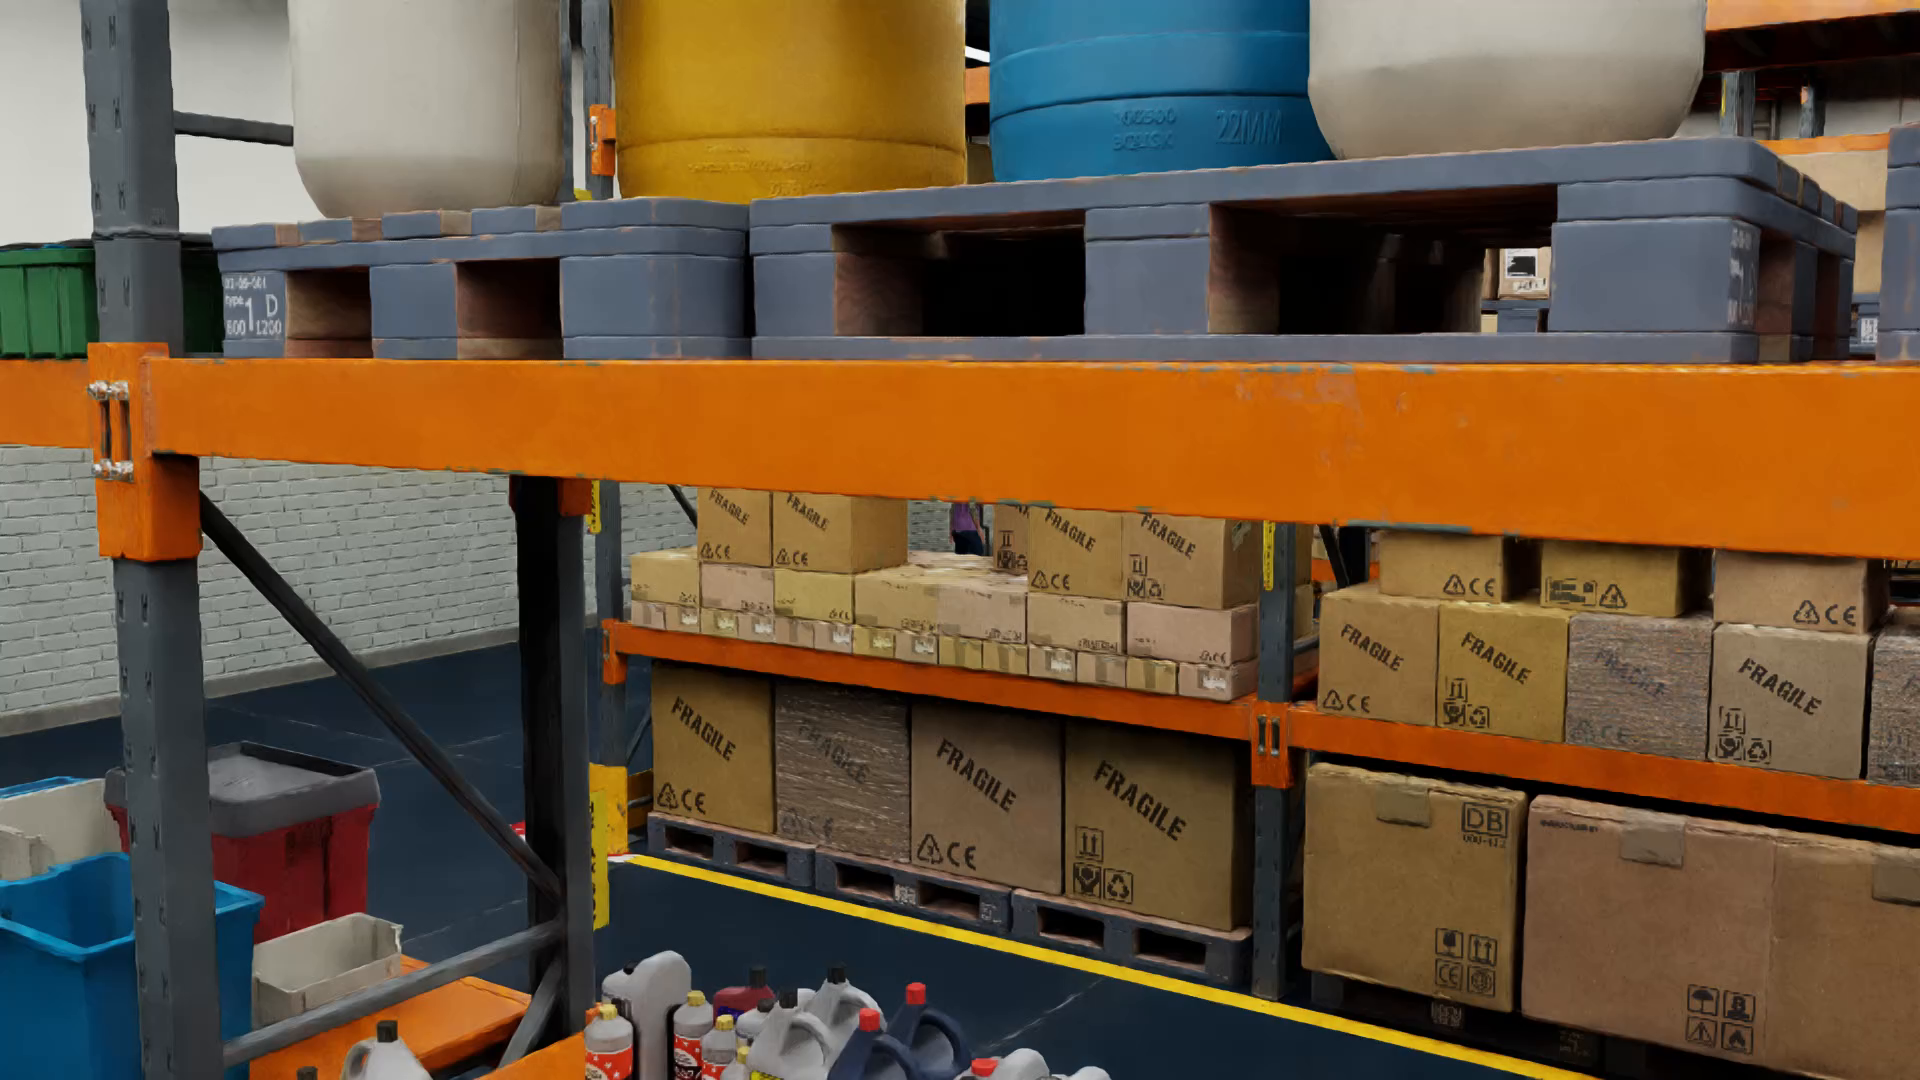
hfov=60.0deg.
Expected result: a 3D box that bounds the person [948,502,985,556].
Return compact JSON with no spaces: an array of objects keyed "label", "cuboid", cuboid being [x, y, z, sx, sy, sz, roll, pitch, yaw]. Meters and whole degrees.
[{"label":"person","cuboid":[0.049,-0.082,18.342,0.420,1.589,0.580,-4,8,-30]}]
